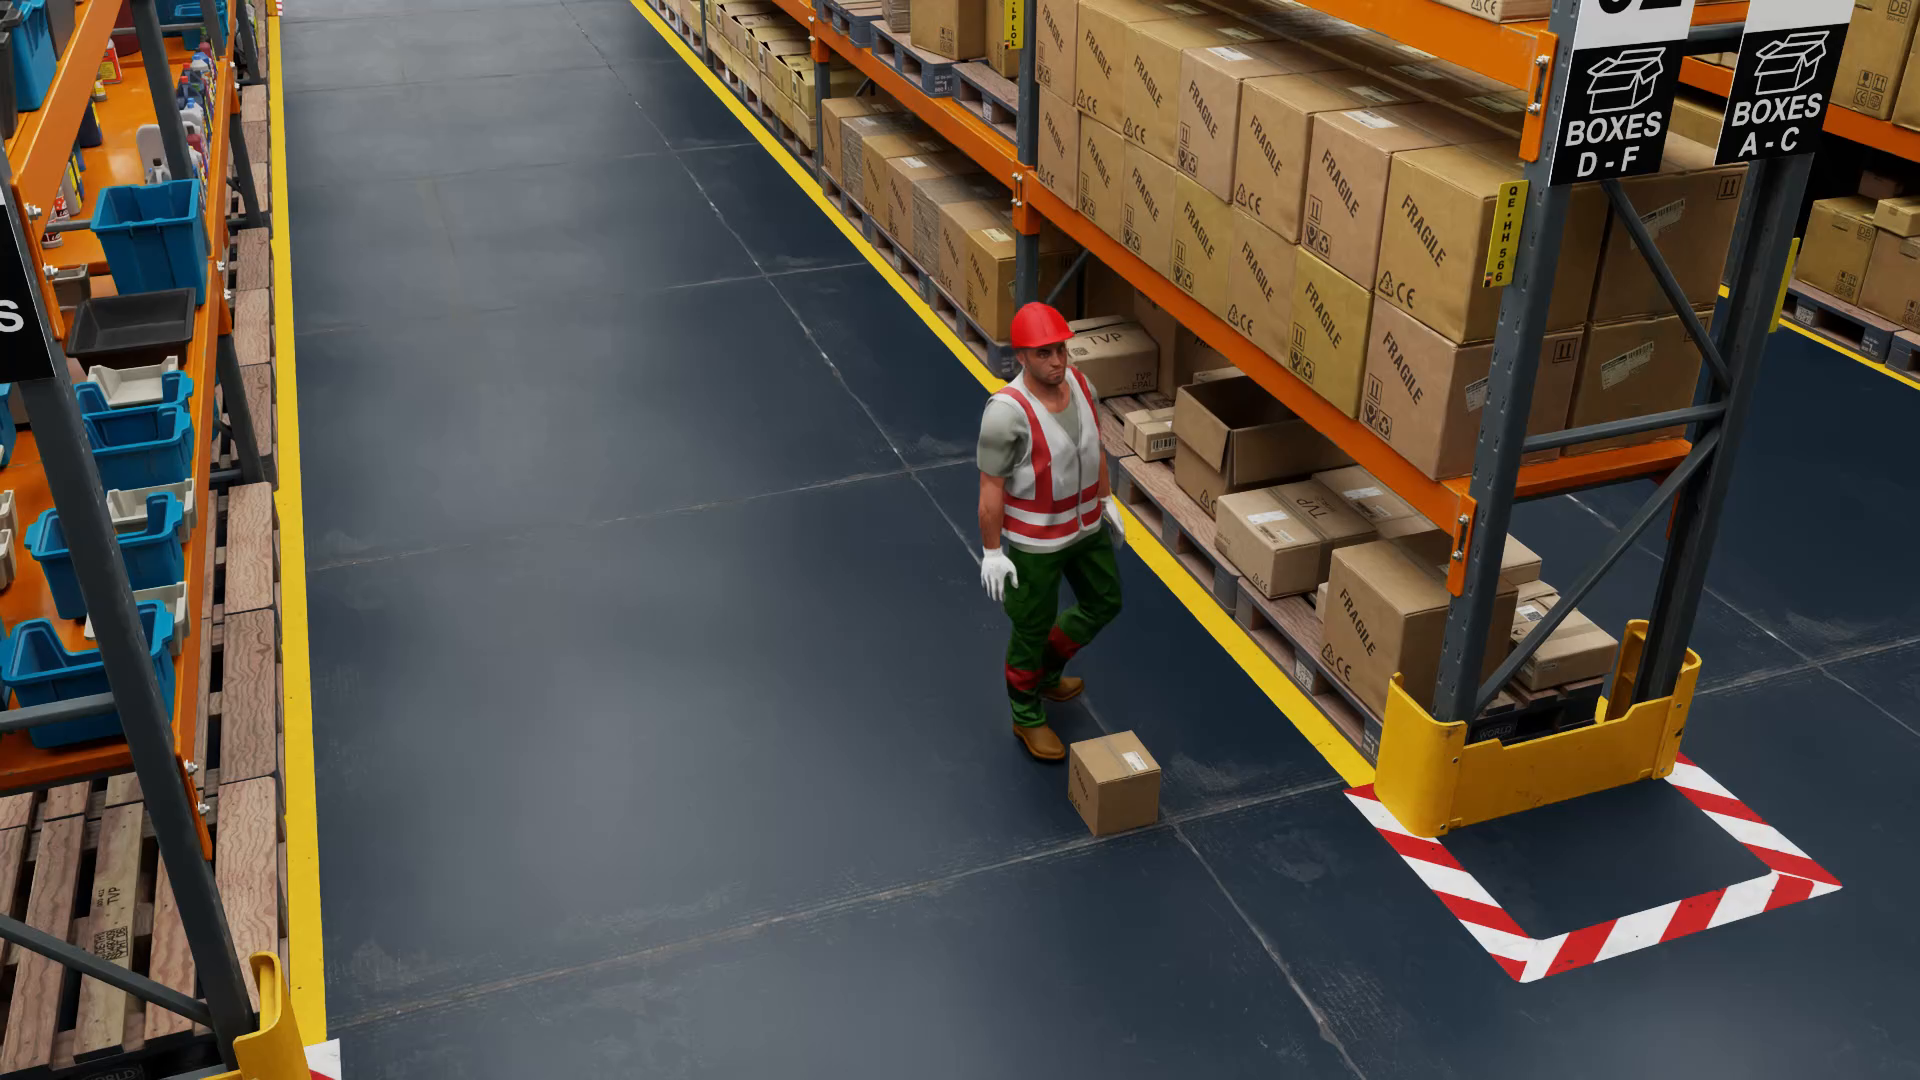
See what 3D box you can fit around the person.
[{"bbox_3d":[0.340,-0.022,6.109,0.638,1.791,0.369,-26,39,-38],"label":"person"}]
